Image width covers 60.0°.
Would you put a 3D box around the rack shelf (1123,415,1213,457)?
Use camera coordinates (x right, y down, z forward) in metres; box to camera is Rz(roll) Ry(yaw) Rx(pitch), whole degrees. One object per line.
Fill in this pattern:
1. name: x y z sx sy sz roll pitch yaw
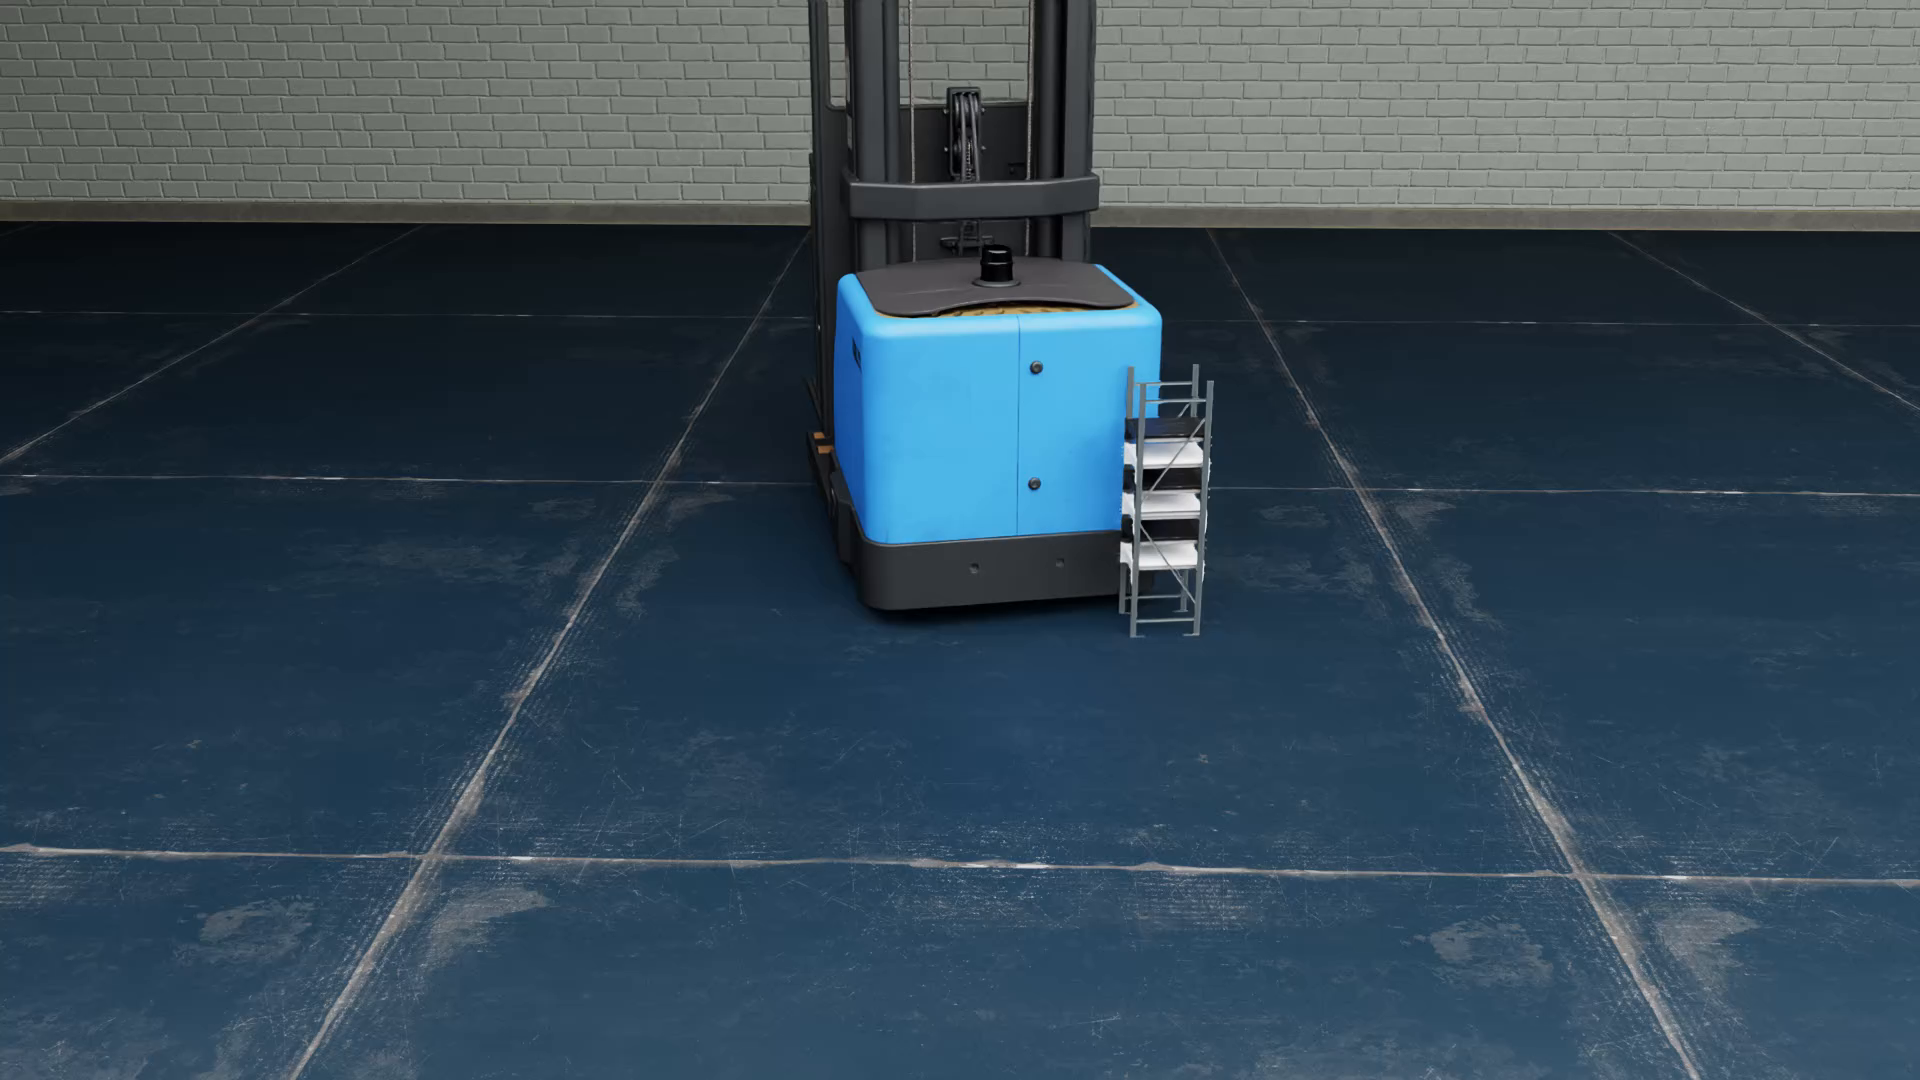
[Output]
1. rack shelf: 0.689 -0.346 5.523 0.258 0.077 0.200 -2 21 -5

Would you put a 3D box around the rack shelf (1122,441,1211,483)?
1. rack shelf: 0.689 -0.262 5.556 0.258 0.077 0.200 -2 21 -5

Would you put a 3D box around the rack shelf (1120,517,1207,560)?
1. rack shelf: 0.689 -0.011 5.654 0.258 0.077 0.200 -2 21 -5

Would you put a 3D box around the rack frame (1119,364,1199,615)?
1. rack frame: 0.679 -0.162 5.703 0.240 0.900 0.006 -2 21 -5

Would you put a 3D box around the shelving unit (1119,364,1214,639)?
1. shelving unit: 0.689 -0.126 5.609 0.258 0.900 0.210 -2 21 -5

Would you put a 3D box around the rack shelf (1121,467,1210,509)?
1. rack shelf: 0.689 -0.179 5.588 0.258 0.077 0.200 -2 21 -5

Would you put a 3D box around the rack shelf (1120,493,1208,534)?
1. rack shelf: 0.689 -0.095 5.621 0.258 0.077 0.200 -2 21 -5

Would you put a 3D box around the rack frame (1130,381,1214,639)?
1. rack frame: 0.698 -0.089 5.515 0.240 0.900 0.006 -2 21 -5

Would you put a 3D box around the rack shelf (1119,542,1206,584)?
1. rack shelf: 0.689 0.073 5.686 0.258 0.077 0.200 -2 21 -5

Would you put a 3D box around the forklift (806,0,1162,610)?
1. forklift: -0.069 -1.624 6.662 1.130 2.935 3.031 -4 22 -9
